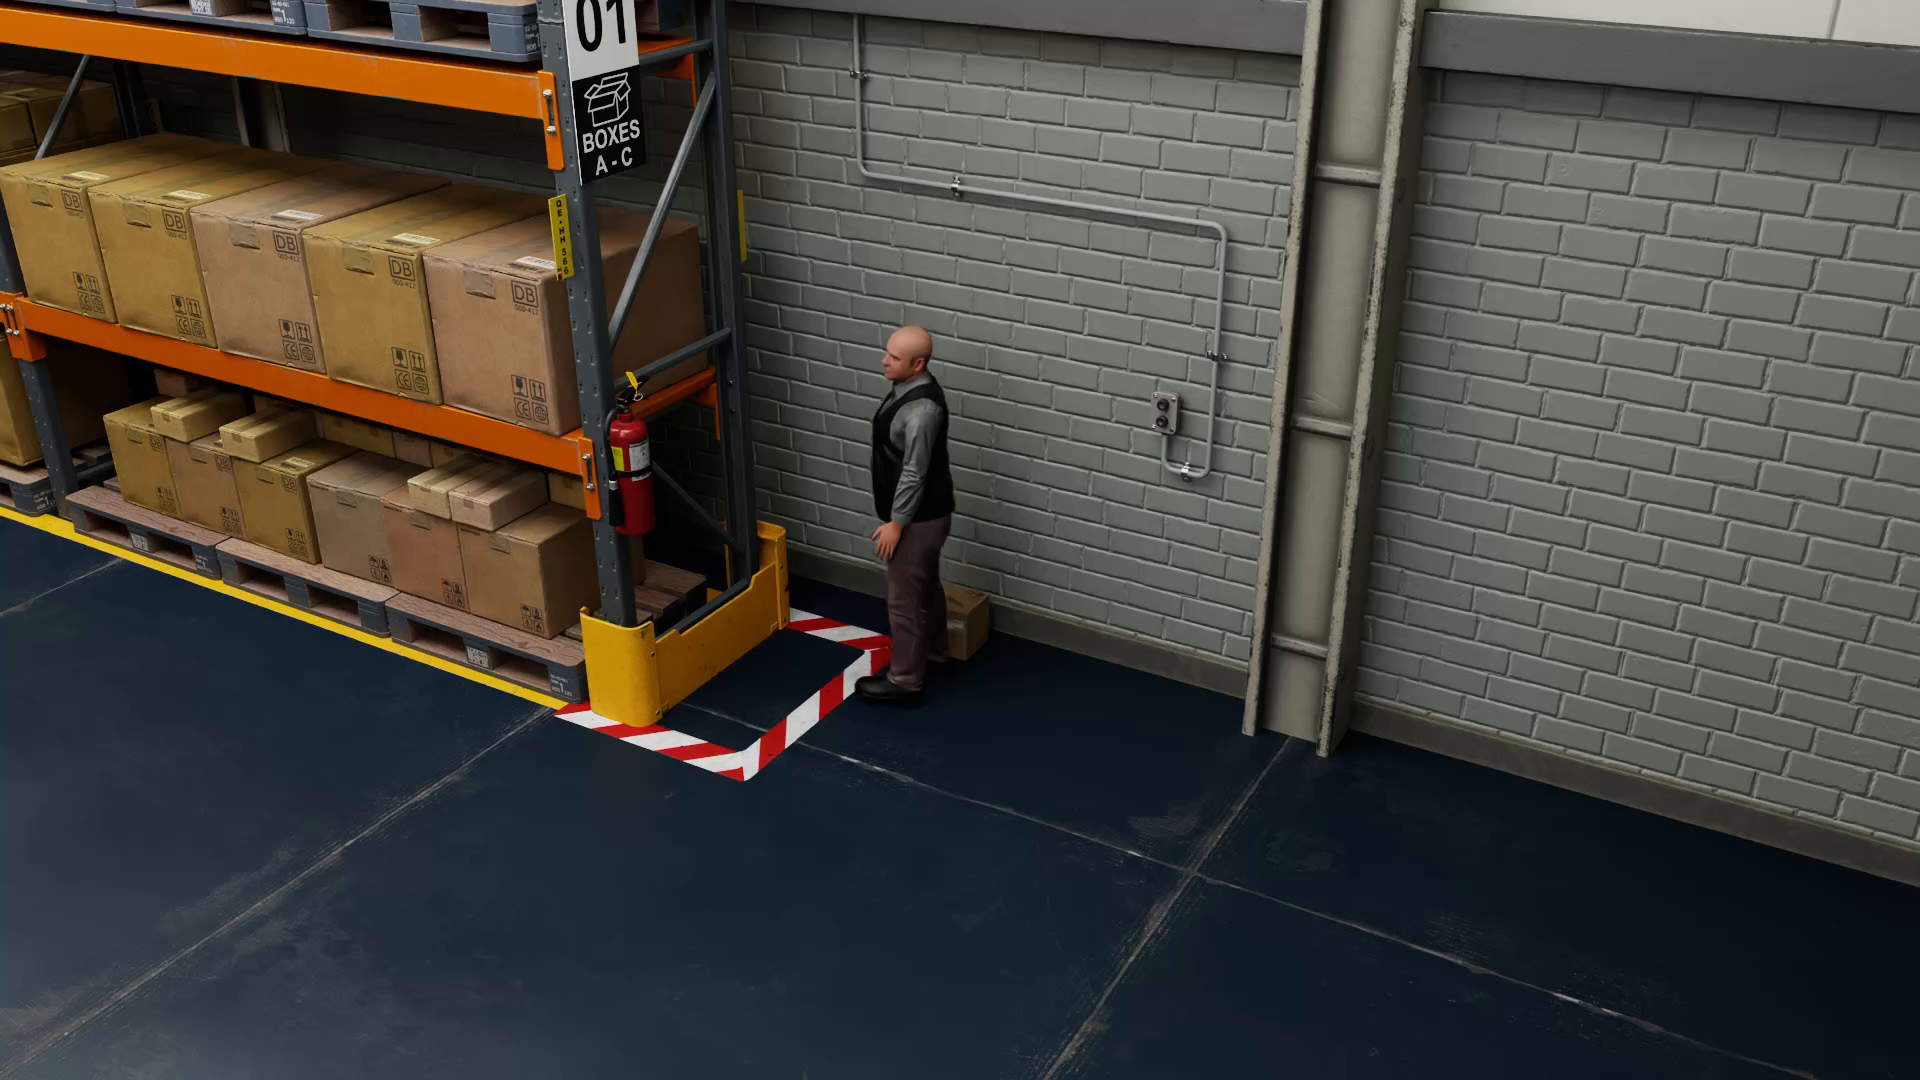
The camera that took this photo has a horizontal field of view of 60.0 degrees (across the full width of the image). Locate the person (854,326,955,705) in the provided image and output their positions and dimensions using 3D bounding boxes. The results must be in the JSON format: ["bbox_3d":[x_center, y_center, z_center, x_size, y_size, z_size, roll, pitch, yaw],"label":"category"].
[{"bbox_3d":[-0.253,-0.117,7.315,0.462,1.731,0.567,-1,26,-1],"label":"person"}]
